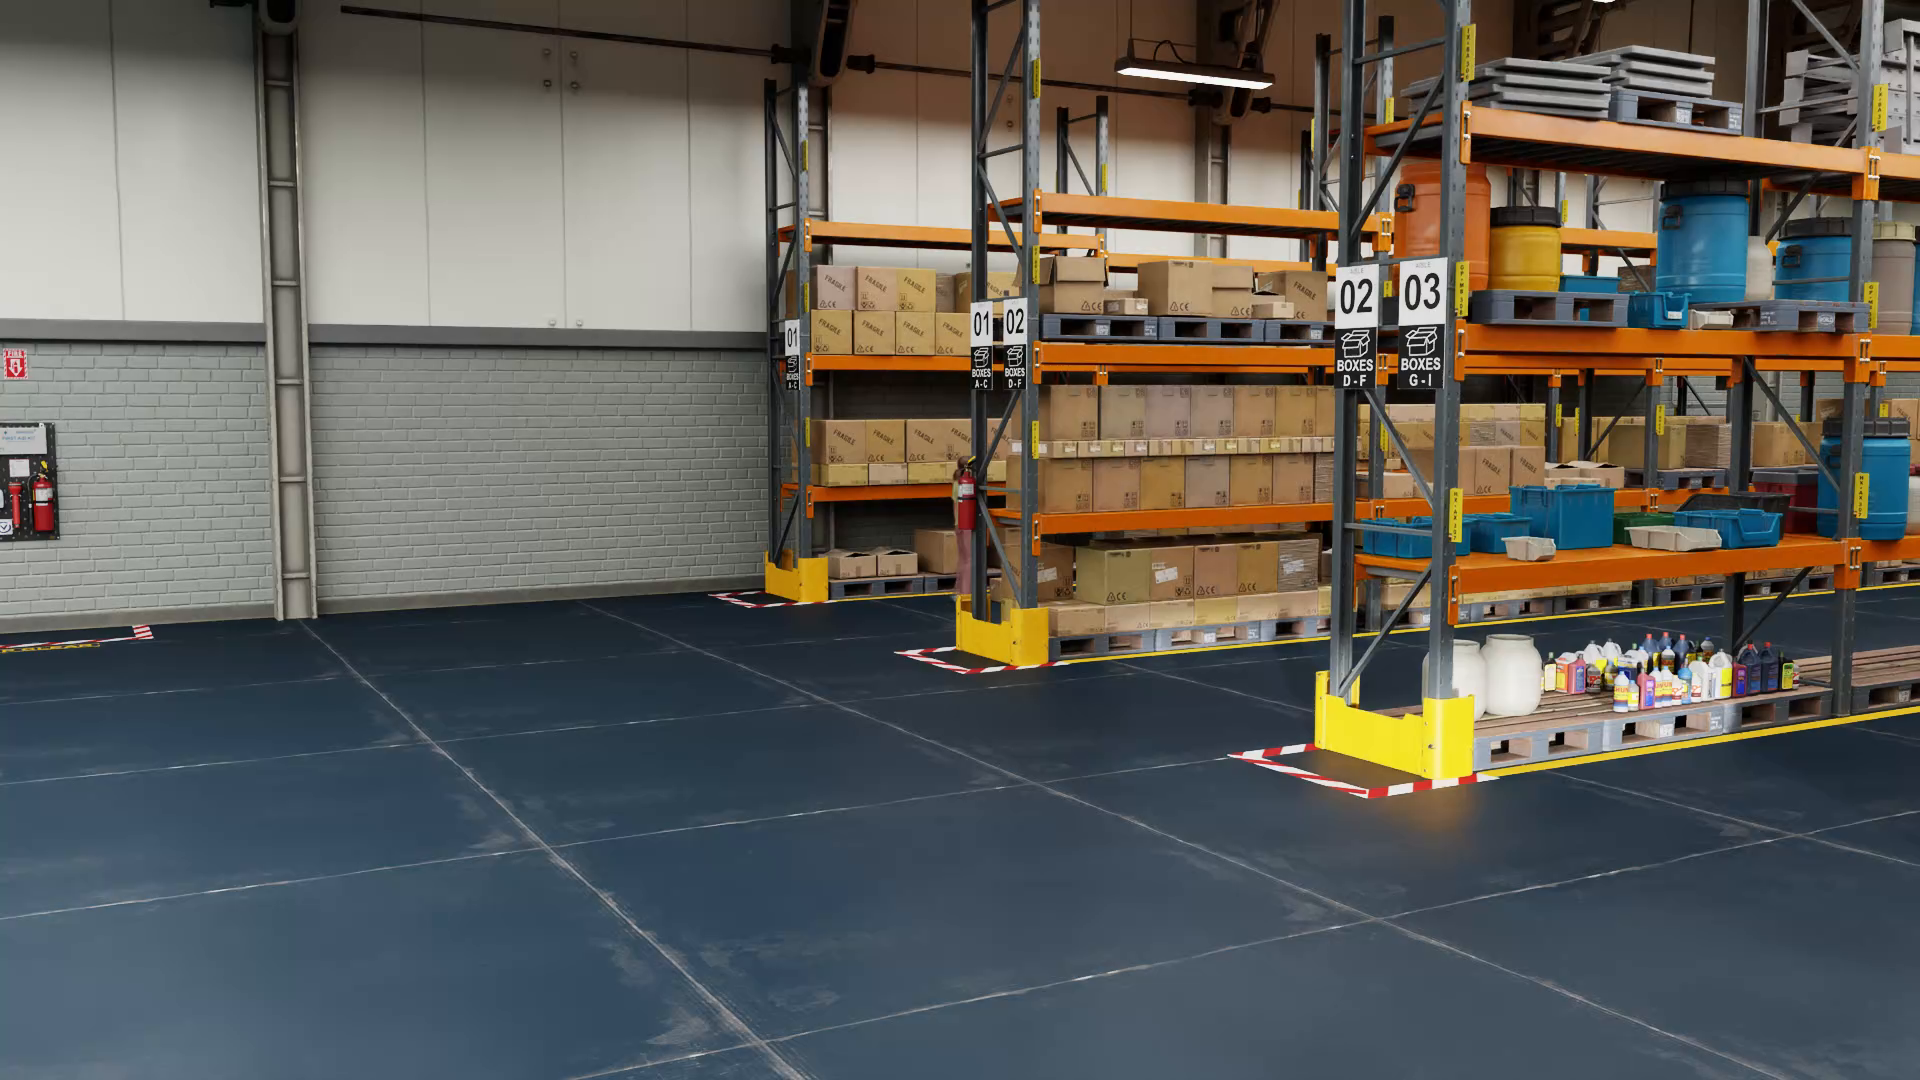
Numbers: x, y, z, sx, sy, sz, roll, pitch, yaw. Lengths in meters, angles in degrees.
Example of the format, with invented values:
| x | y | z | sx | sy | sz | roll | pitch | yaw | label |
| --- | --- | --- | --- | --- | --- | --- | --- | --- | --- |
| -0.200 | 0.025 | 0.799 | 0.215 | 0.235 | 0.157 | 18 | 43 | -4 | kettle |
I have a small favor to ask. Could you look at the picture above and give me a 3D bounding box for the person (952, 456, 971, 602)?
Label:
| x | y | z | sx | sy | sz | roll | pitch | yaw | label |
| --- | --- | --- | --- | --- | --- | --- | --- | --- | --- |
| 0.077 | -0.115 | 18.805 | 0.363 | 1.668 | 0.439 | -3 | 6 | -27 | person |
